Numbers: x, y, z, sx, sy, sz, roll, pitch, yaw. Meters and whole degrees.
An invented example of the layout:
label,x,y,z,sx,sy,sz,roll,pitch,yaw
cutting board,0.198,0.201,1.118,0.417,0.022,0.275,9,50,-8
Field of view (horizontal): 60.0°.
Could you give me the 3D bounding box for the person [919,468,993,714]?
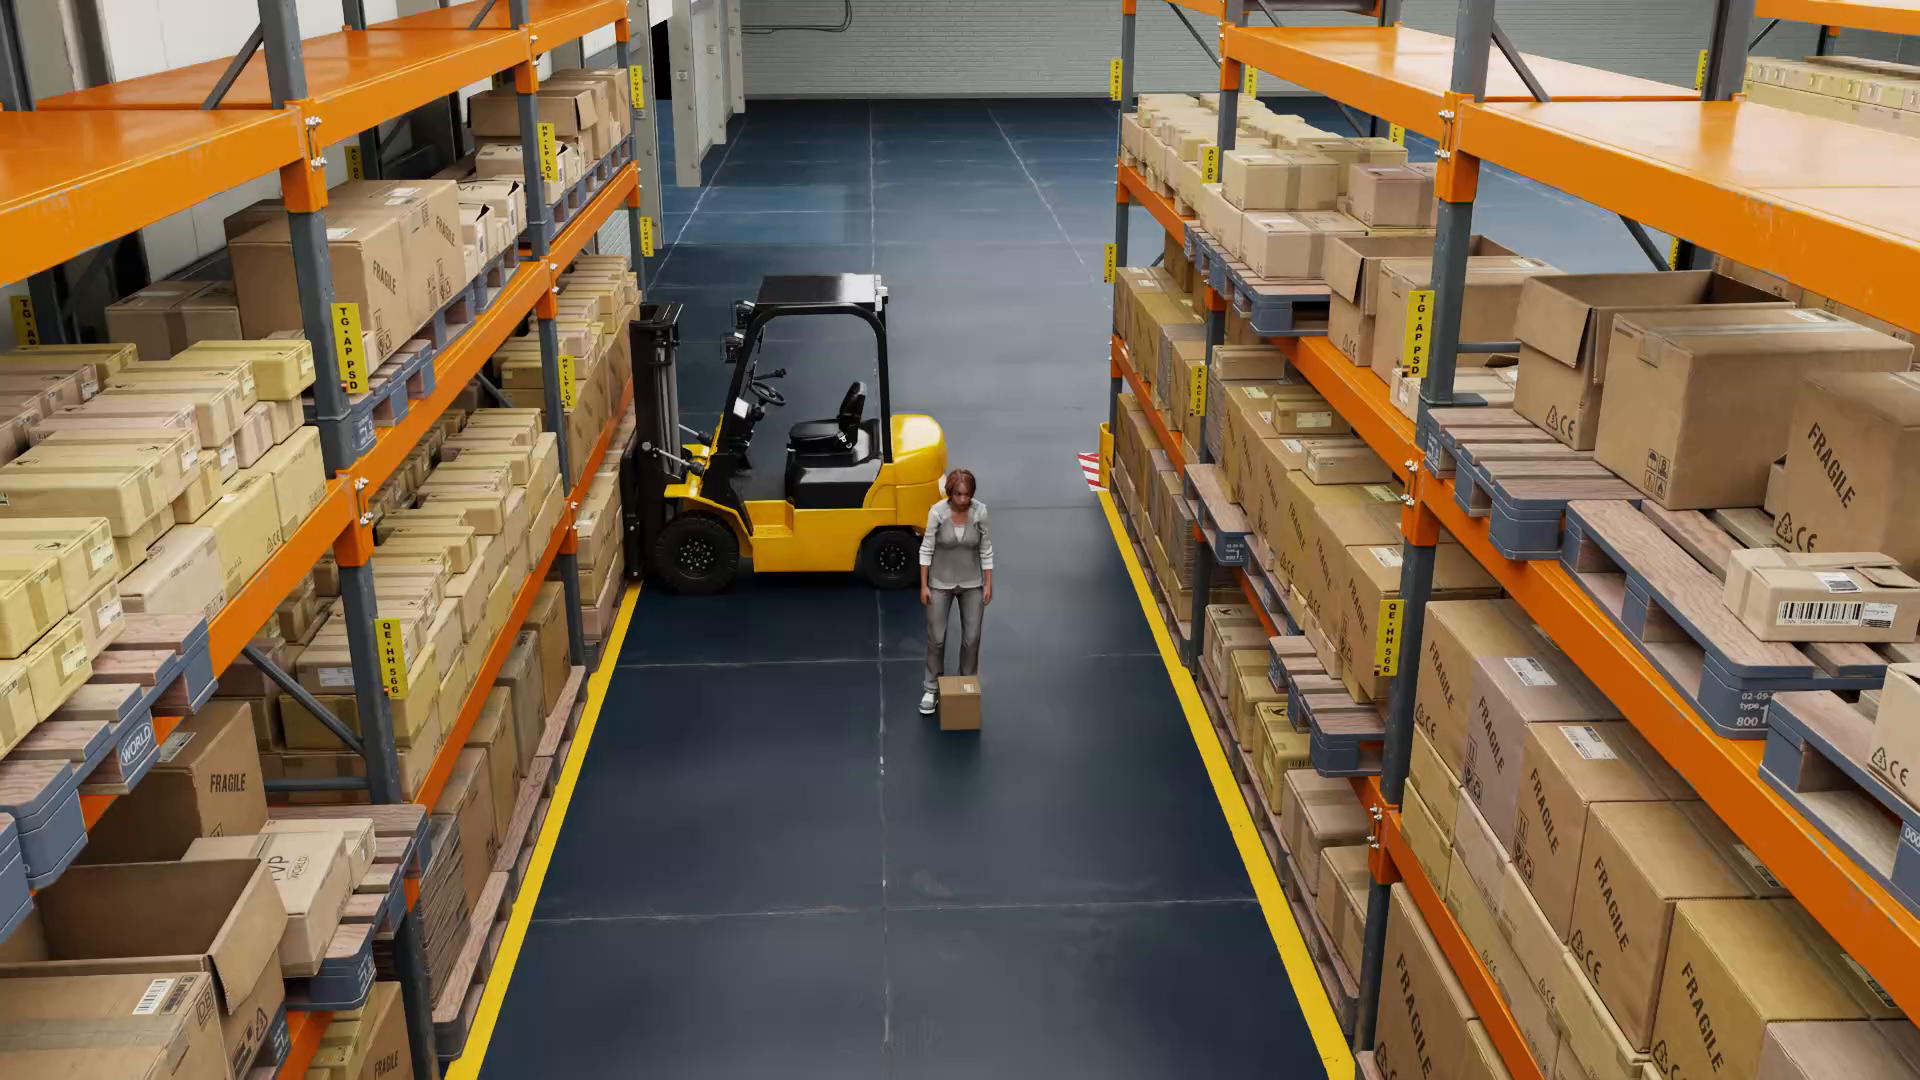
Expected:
label,x,y,z,sx,sy,sz,roll,pitch,yaw
person,-0.025,0.306,10.288,0.477,1.591,0.377,-2,21,-6
